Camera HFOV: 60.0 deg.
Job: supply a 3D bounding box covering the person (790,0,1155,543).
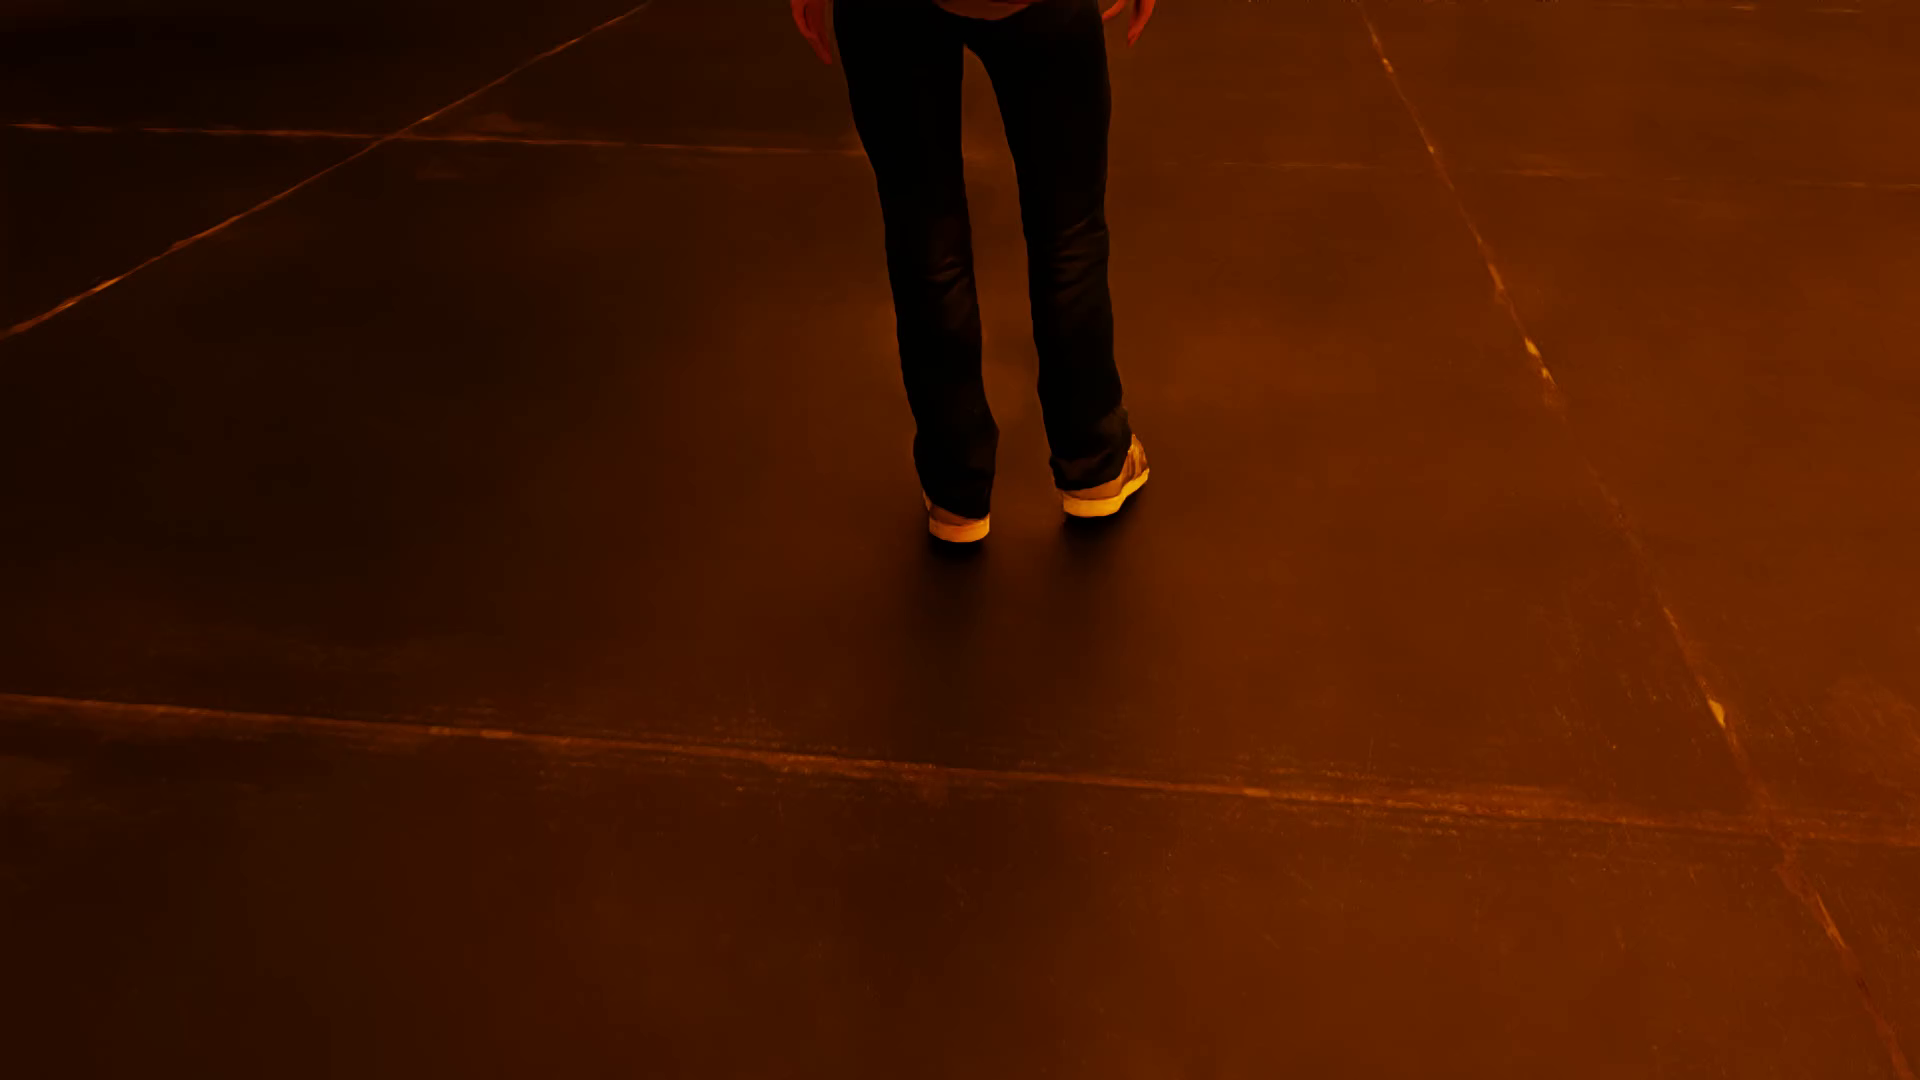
[{"bbox_3d":[0.023,-0.753,2.204,0.520,1.597,0.474,3,27,7],"label":"person"}]
